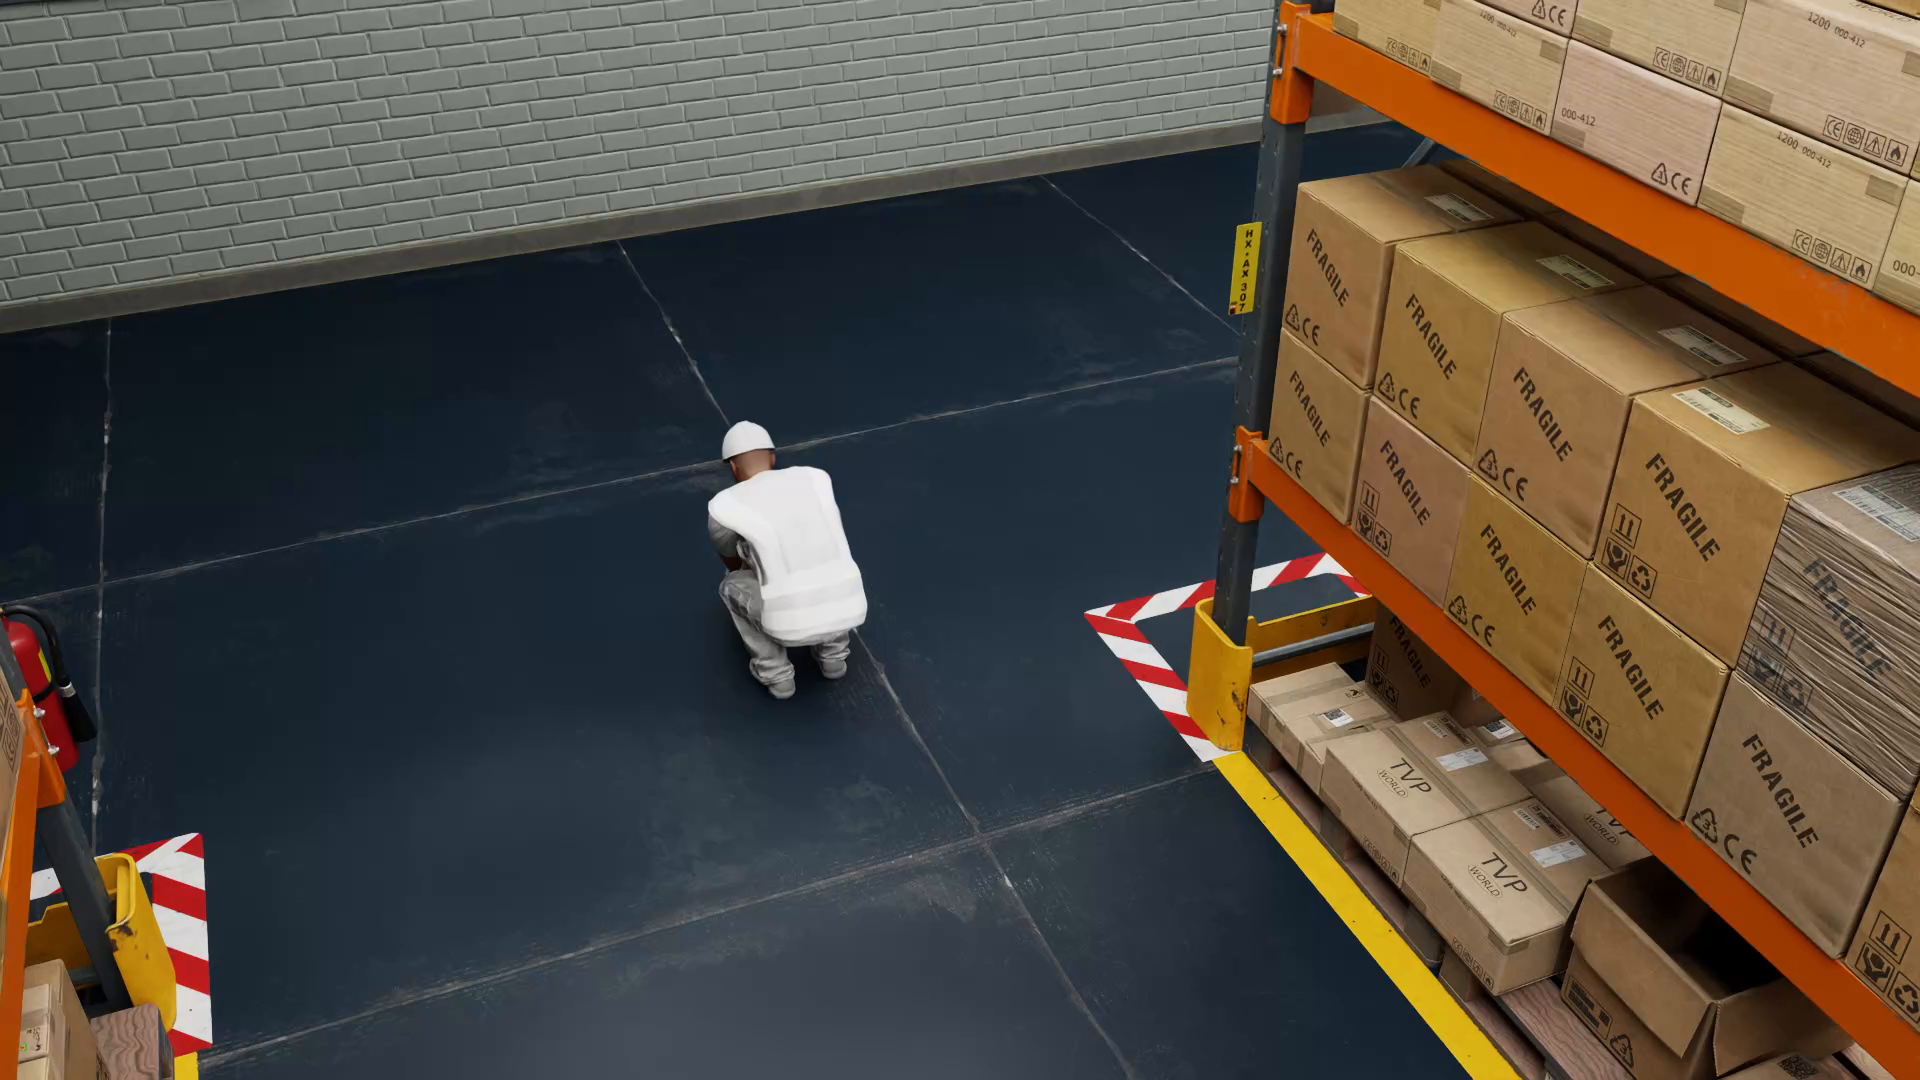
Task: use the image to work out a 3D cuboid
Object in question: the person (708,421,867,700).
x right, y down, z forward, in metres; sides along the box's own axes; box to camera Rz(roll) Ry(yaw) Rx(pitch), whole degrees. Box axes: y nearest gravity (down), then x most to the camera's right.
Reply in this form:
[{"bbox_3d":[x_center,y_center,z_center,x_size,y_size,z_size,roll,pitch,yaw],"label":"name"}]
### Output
[{"bbox_3d":[-0.719,0.075,6.740,0.567,0.991,0.895,-13,35,-19],"label":"person"}]
